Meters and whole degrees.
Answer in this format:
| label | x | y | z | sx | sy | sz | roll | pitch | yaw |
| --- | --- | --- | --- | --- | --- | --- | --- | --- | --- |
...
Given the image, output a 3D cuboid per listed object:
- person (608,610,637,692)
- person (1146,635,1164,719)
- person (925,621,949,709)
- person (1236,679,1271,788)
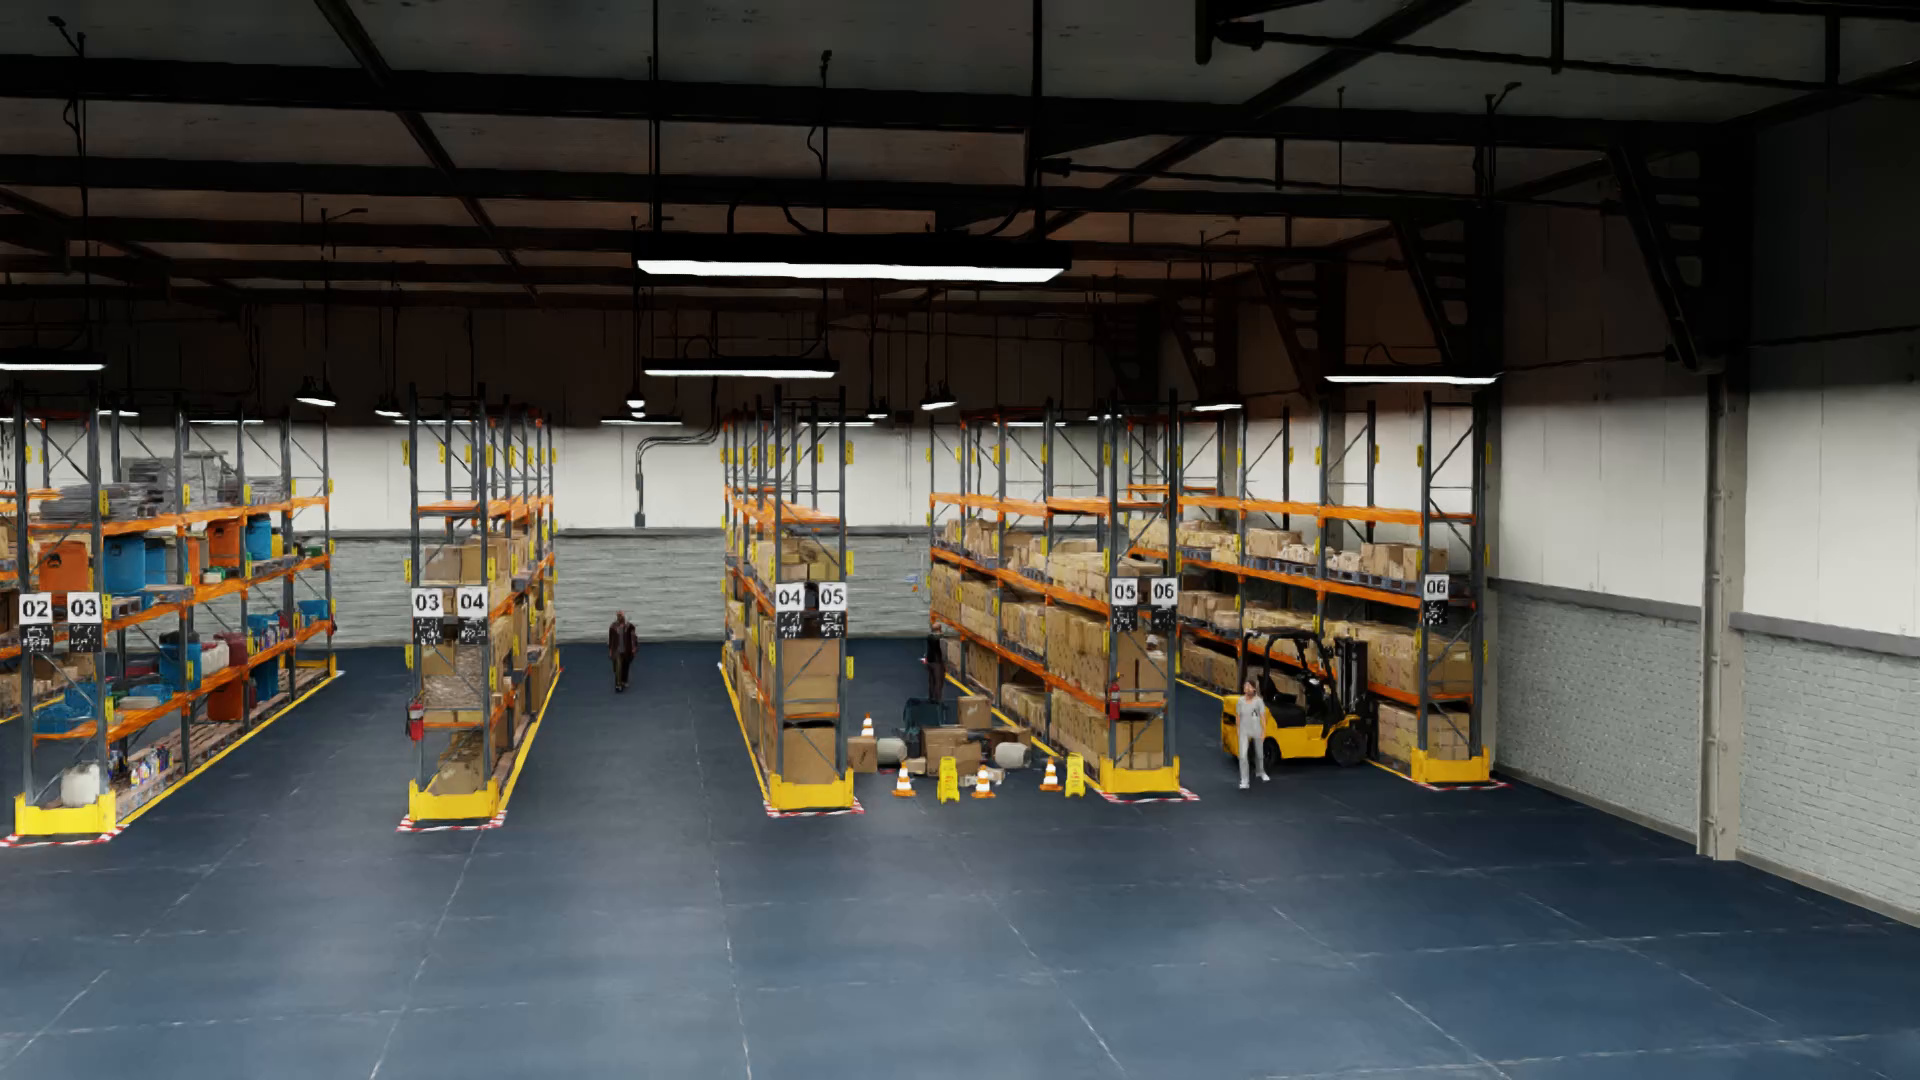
| label | x | y | z | sx | sy | sz | roll | pitch | yaw |
| --- | --- | --- | --- | --- | --- | --- | --- | --- | --- |
| person | -7.193 | 2.339 | 35.463 | 0.603 | 1.724 | 1.111 | -1 | 3 | -11 |
| person | 3.416 | 2.587 | 29.734 | 0.583 | 1.782 | 0.665 | 1 | 3 | 22 |
| person | -0.424 | 2.461 | 32.864 | 0.450 | 1.727 | 0.584 | -3 | 4 | -42 |
| person | 4.429 | 2.910 | 25.160 | 0.516 | 1.634 | 0.908 | 1 | 3 | 14 |
